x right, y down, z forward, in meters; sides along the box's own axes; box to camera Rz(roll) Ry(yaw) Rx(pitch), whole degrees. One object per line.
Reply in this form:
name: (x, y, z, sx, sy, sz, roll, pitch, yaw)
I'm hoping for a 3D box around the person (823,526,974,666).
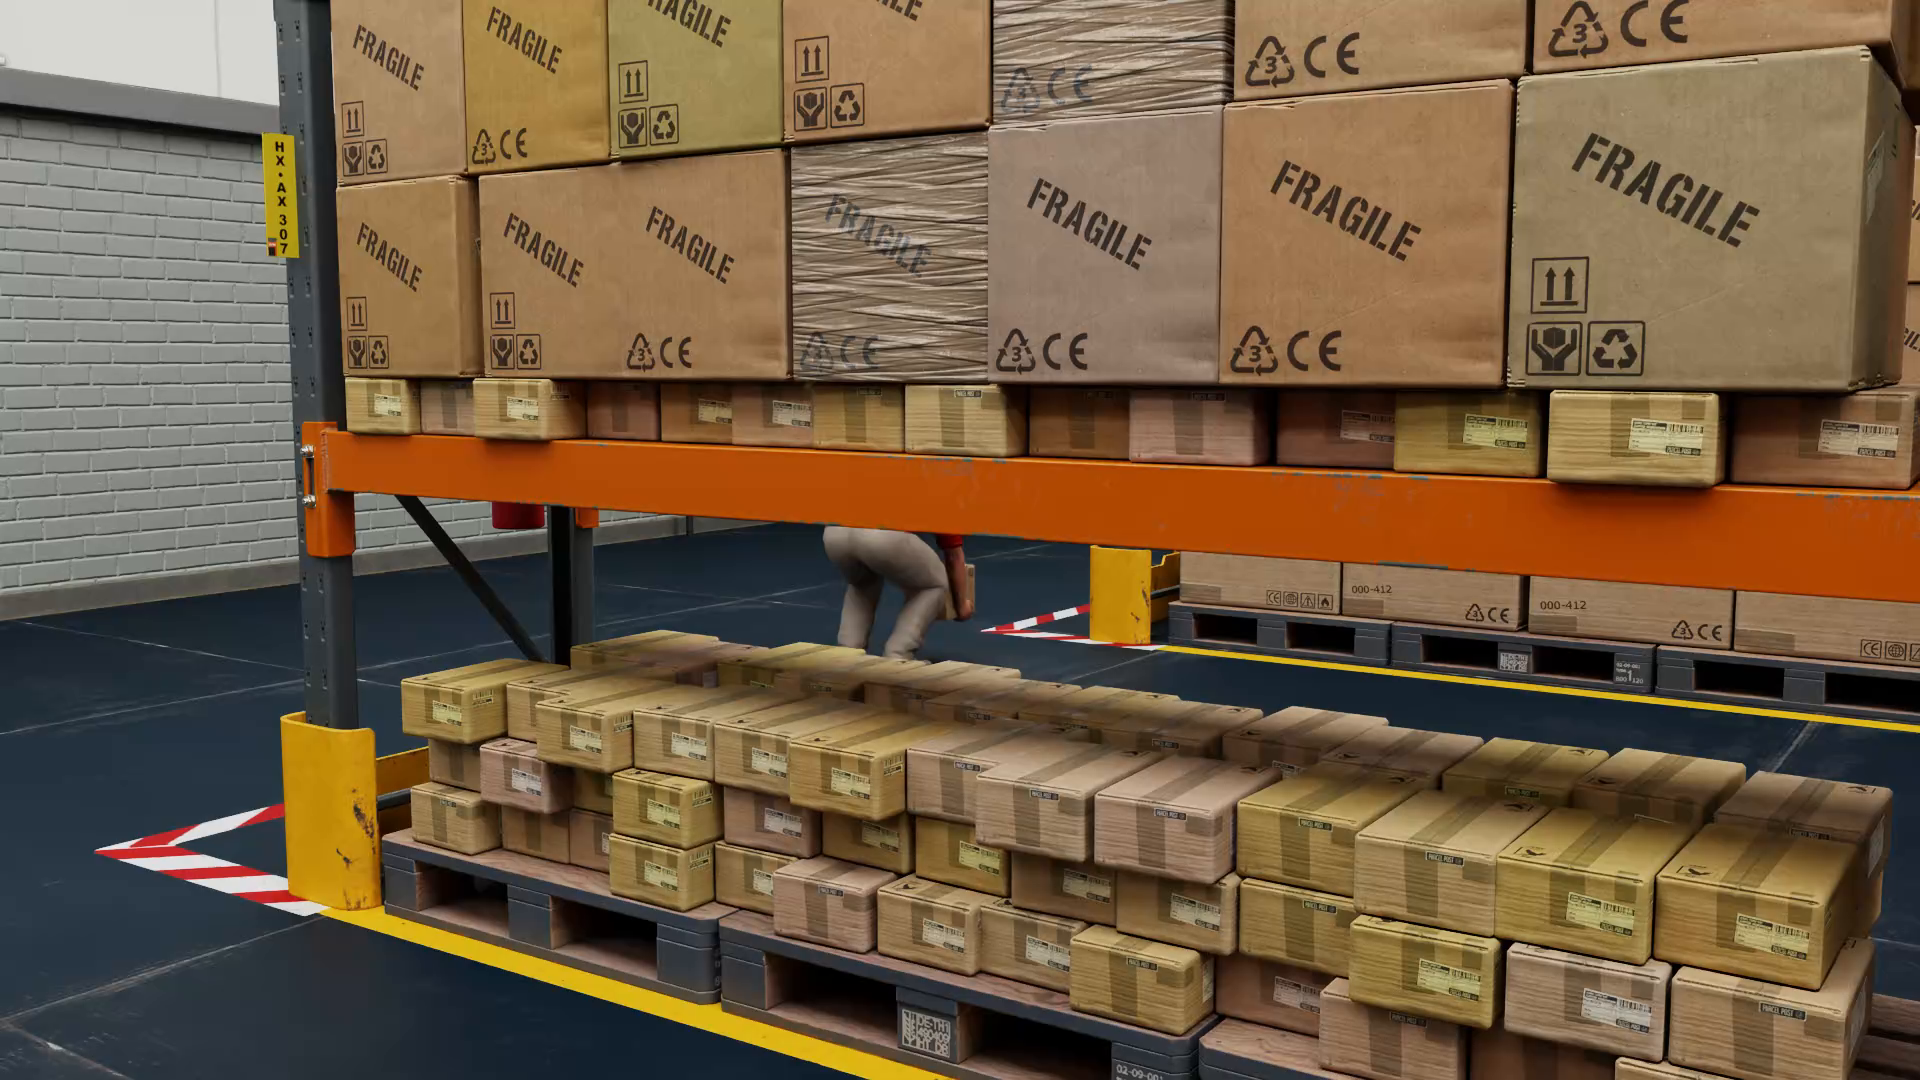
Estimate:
person: (-0.282, 0.134, 8.000, 0.518, 0.997, 0.940, 4, 7, 31)
